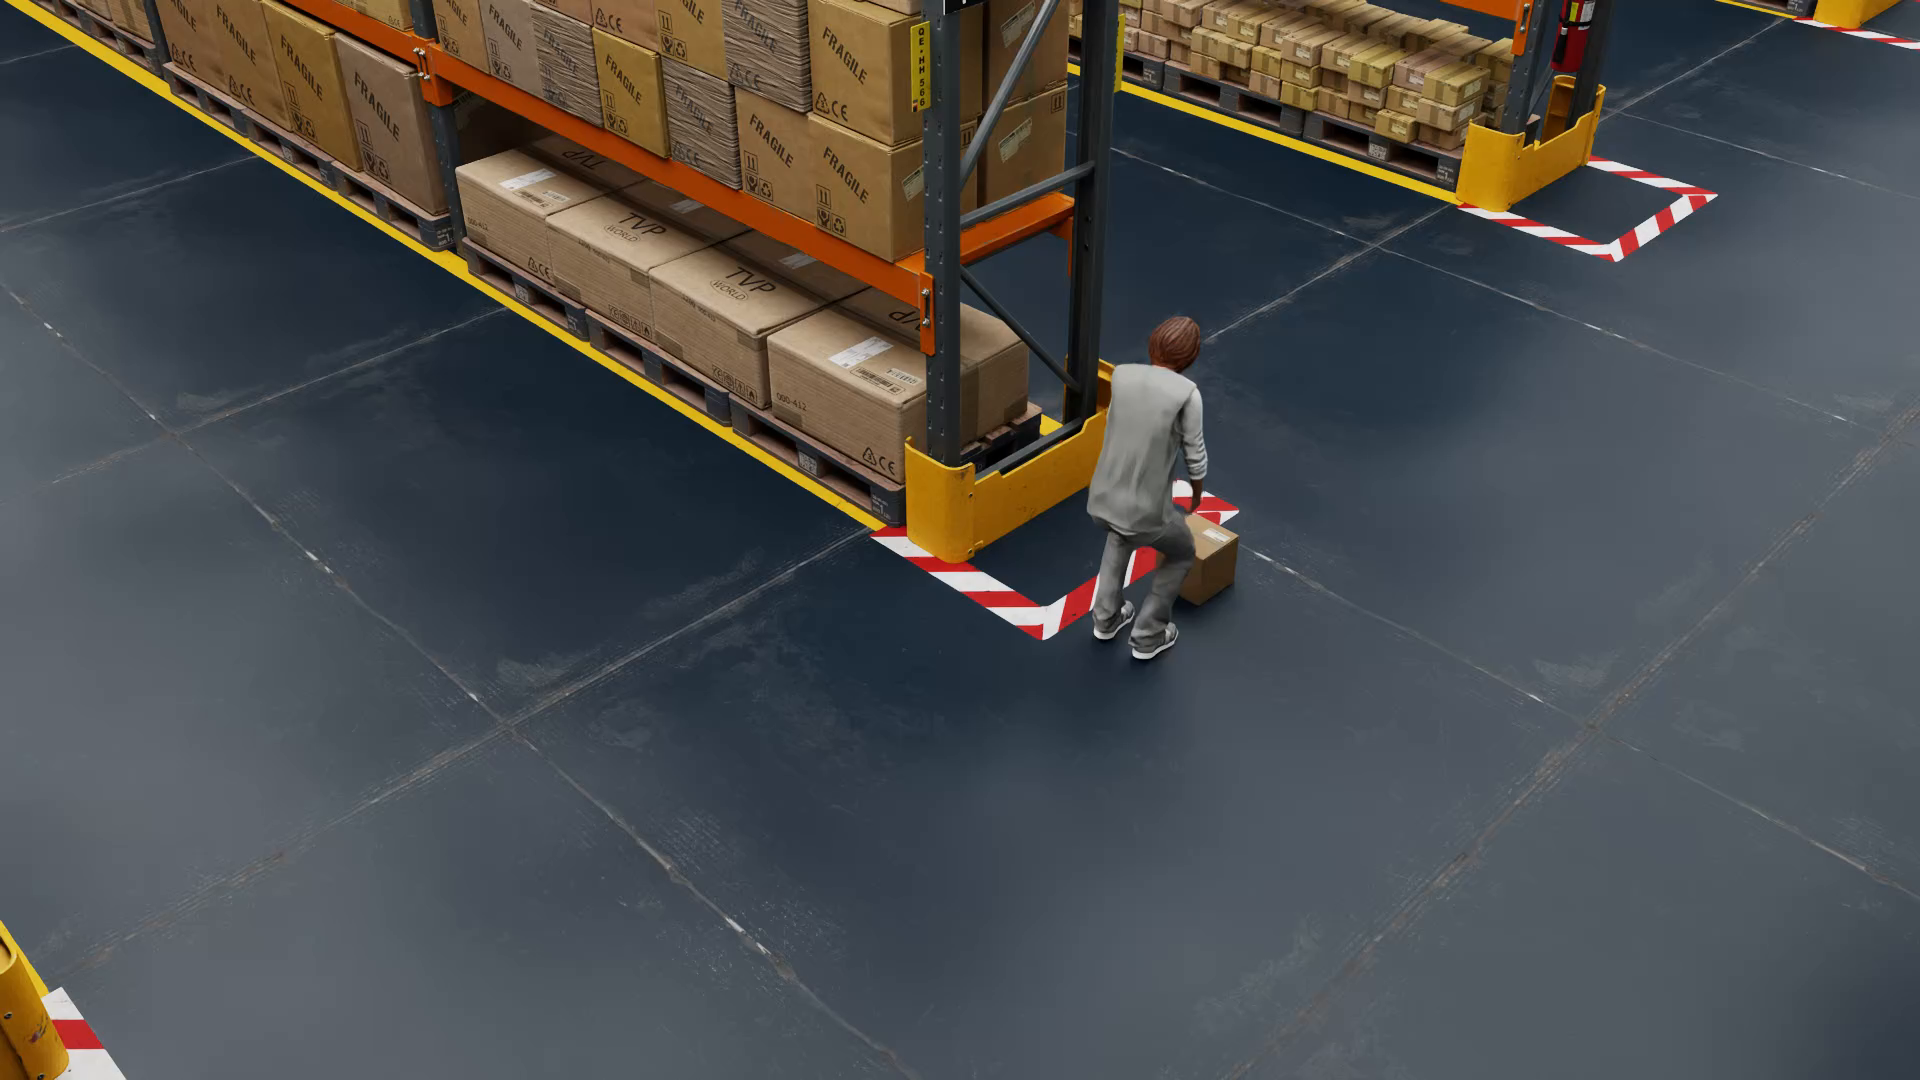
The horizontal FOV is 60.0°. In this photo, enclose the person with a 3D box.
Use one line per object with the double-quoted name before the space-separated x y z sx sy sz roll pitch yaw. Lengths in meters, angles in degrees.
"person" 0.722 -0.180 6.593 0.458 1.385 0.581 25 43 31
